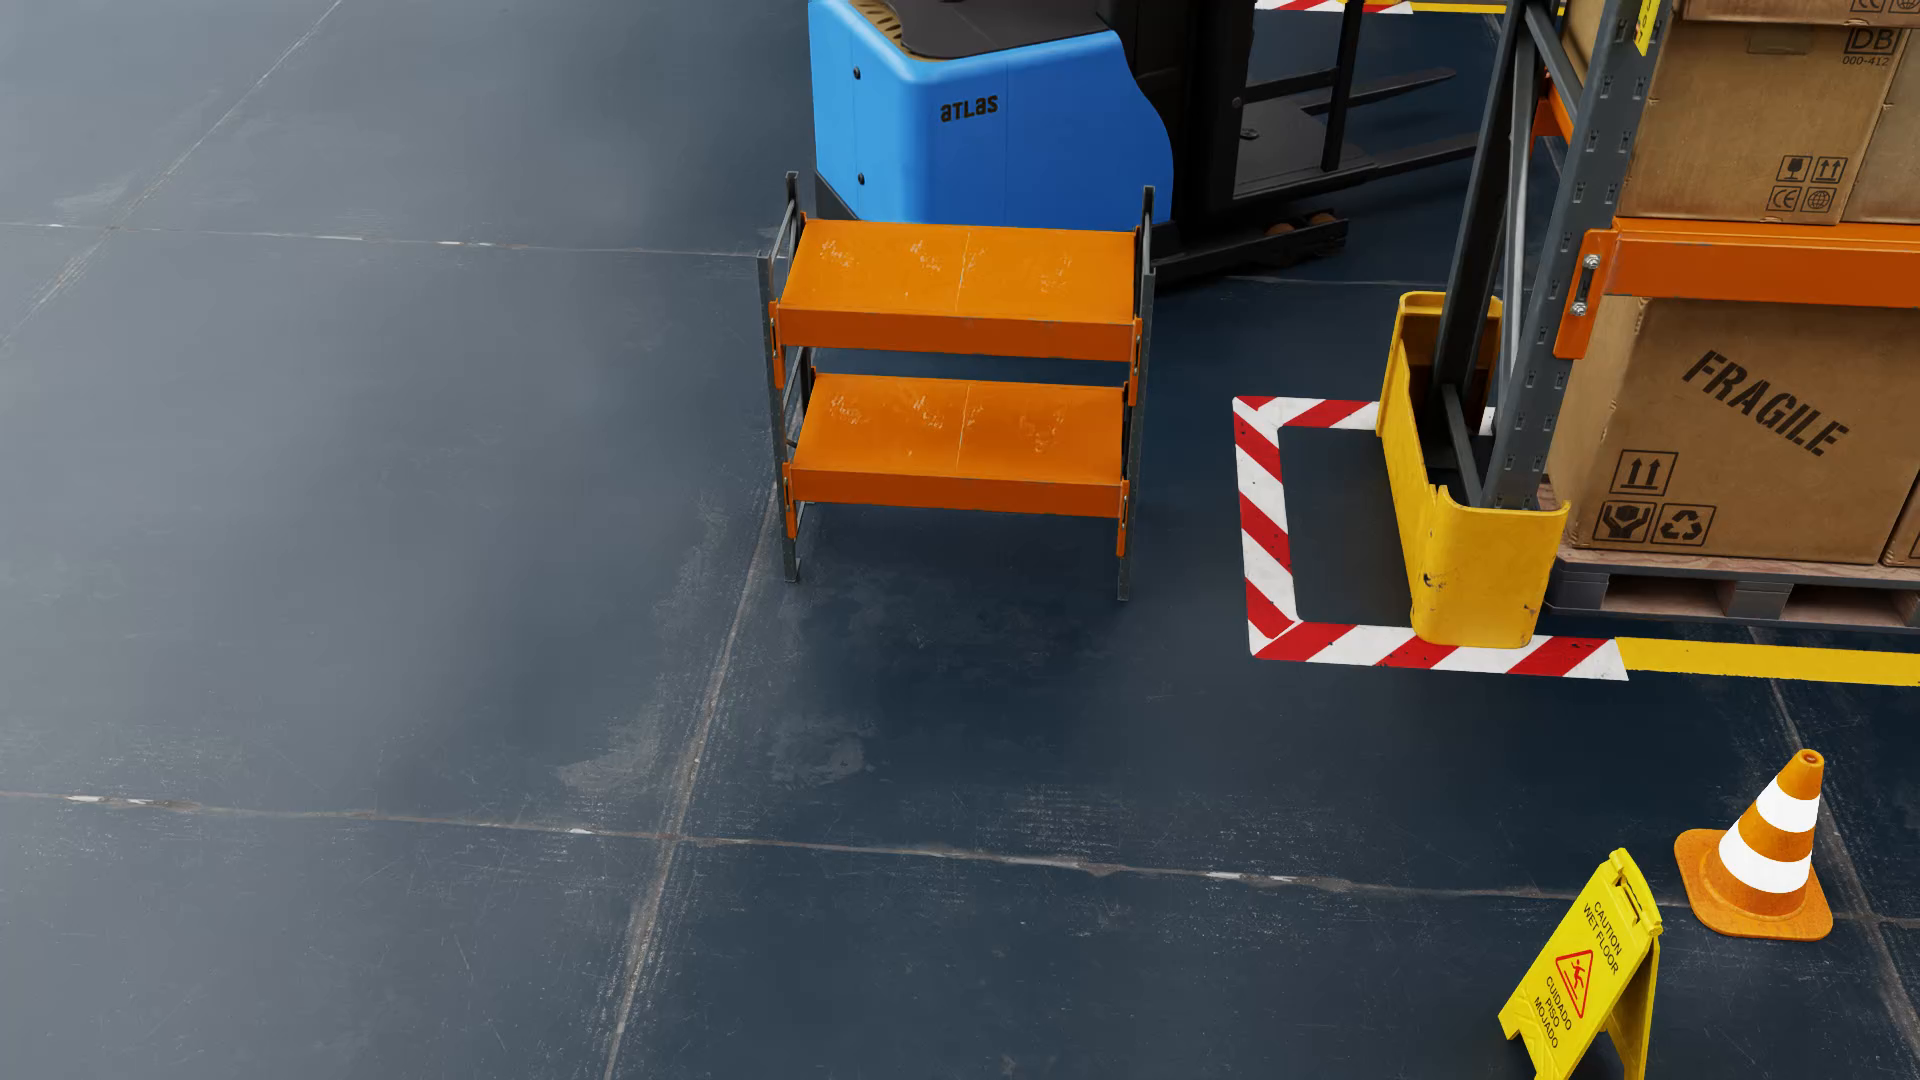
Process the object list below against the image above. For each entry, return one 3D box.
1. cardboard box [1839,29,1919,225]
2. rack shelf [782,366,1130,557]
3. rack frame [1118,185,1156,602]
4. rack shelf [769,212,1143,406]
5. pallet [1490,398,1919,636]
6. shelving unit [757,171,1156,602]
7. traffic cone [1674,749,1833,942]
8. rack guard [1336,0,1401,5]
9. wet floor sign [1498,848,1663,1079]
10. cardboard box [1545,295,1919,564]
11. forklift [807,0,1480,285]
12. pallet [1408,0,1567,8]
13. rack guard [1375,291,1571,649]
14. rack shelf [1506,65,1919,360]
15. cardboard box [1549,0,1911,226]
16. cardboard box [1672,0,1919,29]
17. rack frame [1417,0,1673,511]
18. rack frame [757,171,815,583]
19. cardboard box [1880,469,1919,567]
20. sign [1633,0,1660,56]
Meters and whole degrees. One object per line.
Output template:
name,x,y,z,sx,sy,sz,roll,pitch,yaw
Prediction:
cardboard box,2.506,-1.267,4.312,0.550,0.550,0.875,3,39,4
rack shelf,0.007,-0.246,5.049,1.000,0.278,0.538,3,39,4
rack frame,0.513,-0.408,4.860,0.032,1.125,0.500,3,39,4
rack shelf,0.007,-0.663,4.710,1.000,0.278,0.538,3,39,4
pallet,2.386,-0.141,5.256,1.213,0.211,1.003,3,39,4
shelving unit,0.007,-0.436,4.894,1.048,1.125,0.538,3,39,4
traffic cone,1.989,0.689,4.037,0.334,0.463,0.336,3,39,4
rack guard,2.187,-3.357,8.978,0.348,0.500,1.175,3,39,4
wet floor sign,1.383,0.940,3.584,0.232,0.644,0.267,-3,39,-4
cardboard box,2.264,-0.560,4.913,0.875,0.875,0.875,3,39,4
forklift,0.982,-2.503,6.003,3.031,2.935,1.130,-16,42,-19
pallet,2.993,-3.179,8.988,1.213,0.211,1.003,3,39,4
rack guard,1.559,-0.249,5.159,0.348,0.500,1.175,3,39,4
rack shelf,3.575,-0.829,4.462,4.000,0.370,1.077,3,39,4
cardboard box,1.956,-1.283,4.332,0.550,0.550,0.875,3,39,4
cardboard box,1.949,-1.649,3.926,0.550,0.550,0.875,3,39,4
rack frame,1.583,-1.217,4.369,0.127,3.000,1.000,3,39,4
rack frame,-0.500,-0.464,4.928,0.032,1.125,0.500,3,39,4
cardboard box,3.141,-0.514,4.855,0.875,0.875,0.875,3,39,3
sign,1.529,-1.235,3.642,0.005,0.325,0.100,3,39,4
